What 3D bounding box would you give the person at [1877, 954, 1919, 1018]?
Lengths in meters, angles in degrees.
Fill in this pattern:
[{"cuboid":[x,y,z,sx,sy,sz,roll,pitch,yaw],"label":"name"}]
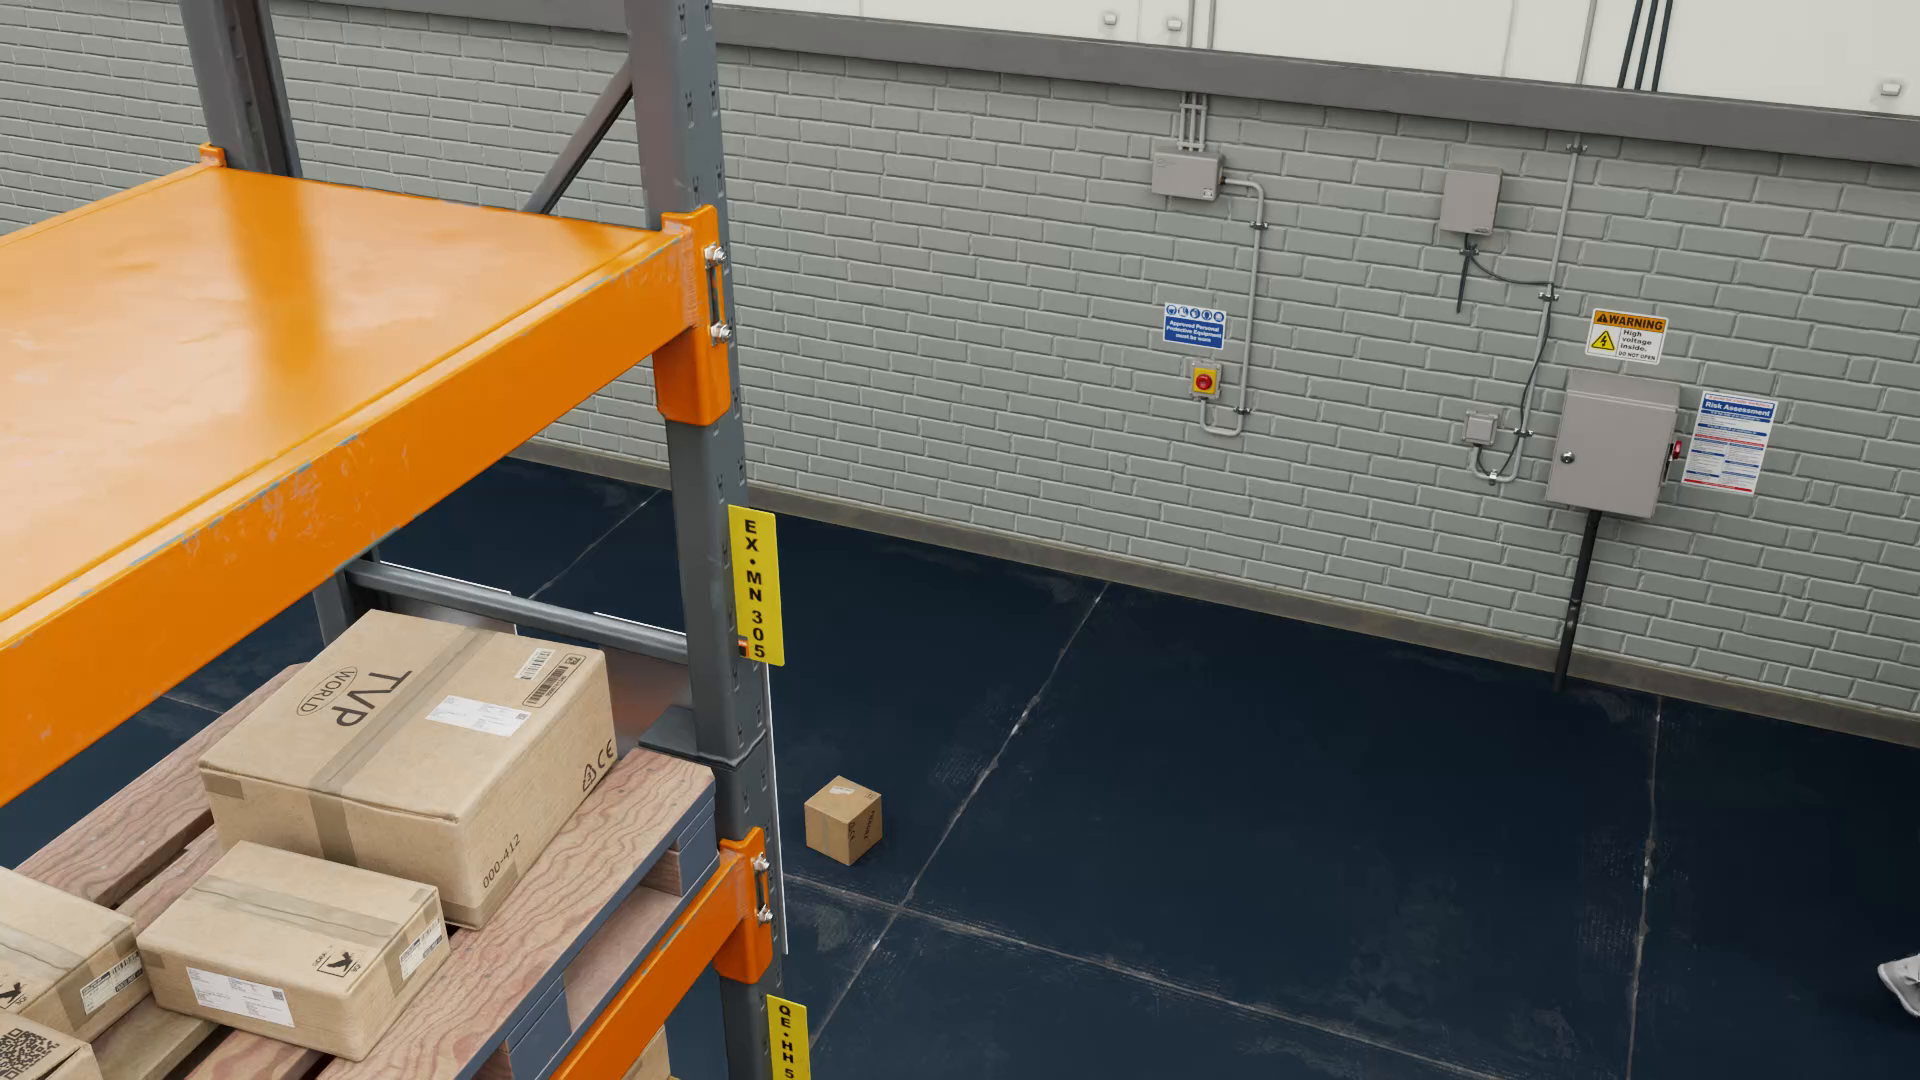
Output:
[{"cuboid":[4.067,1.204,6.268,0.834,1.637,0.499,9,31,15],"label":"person"}]
